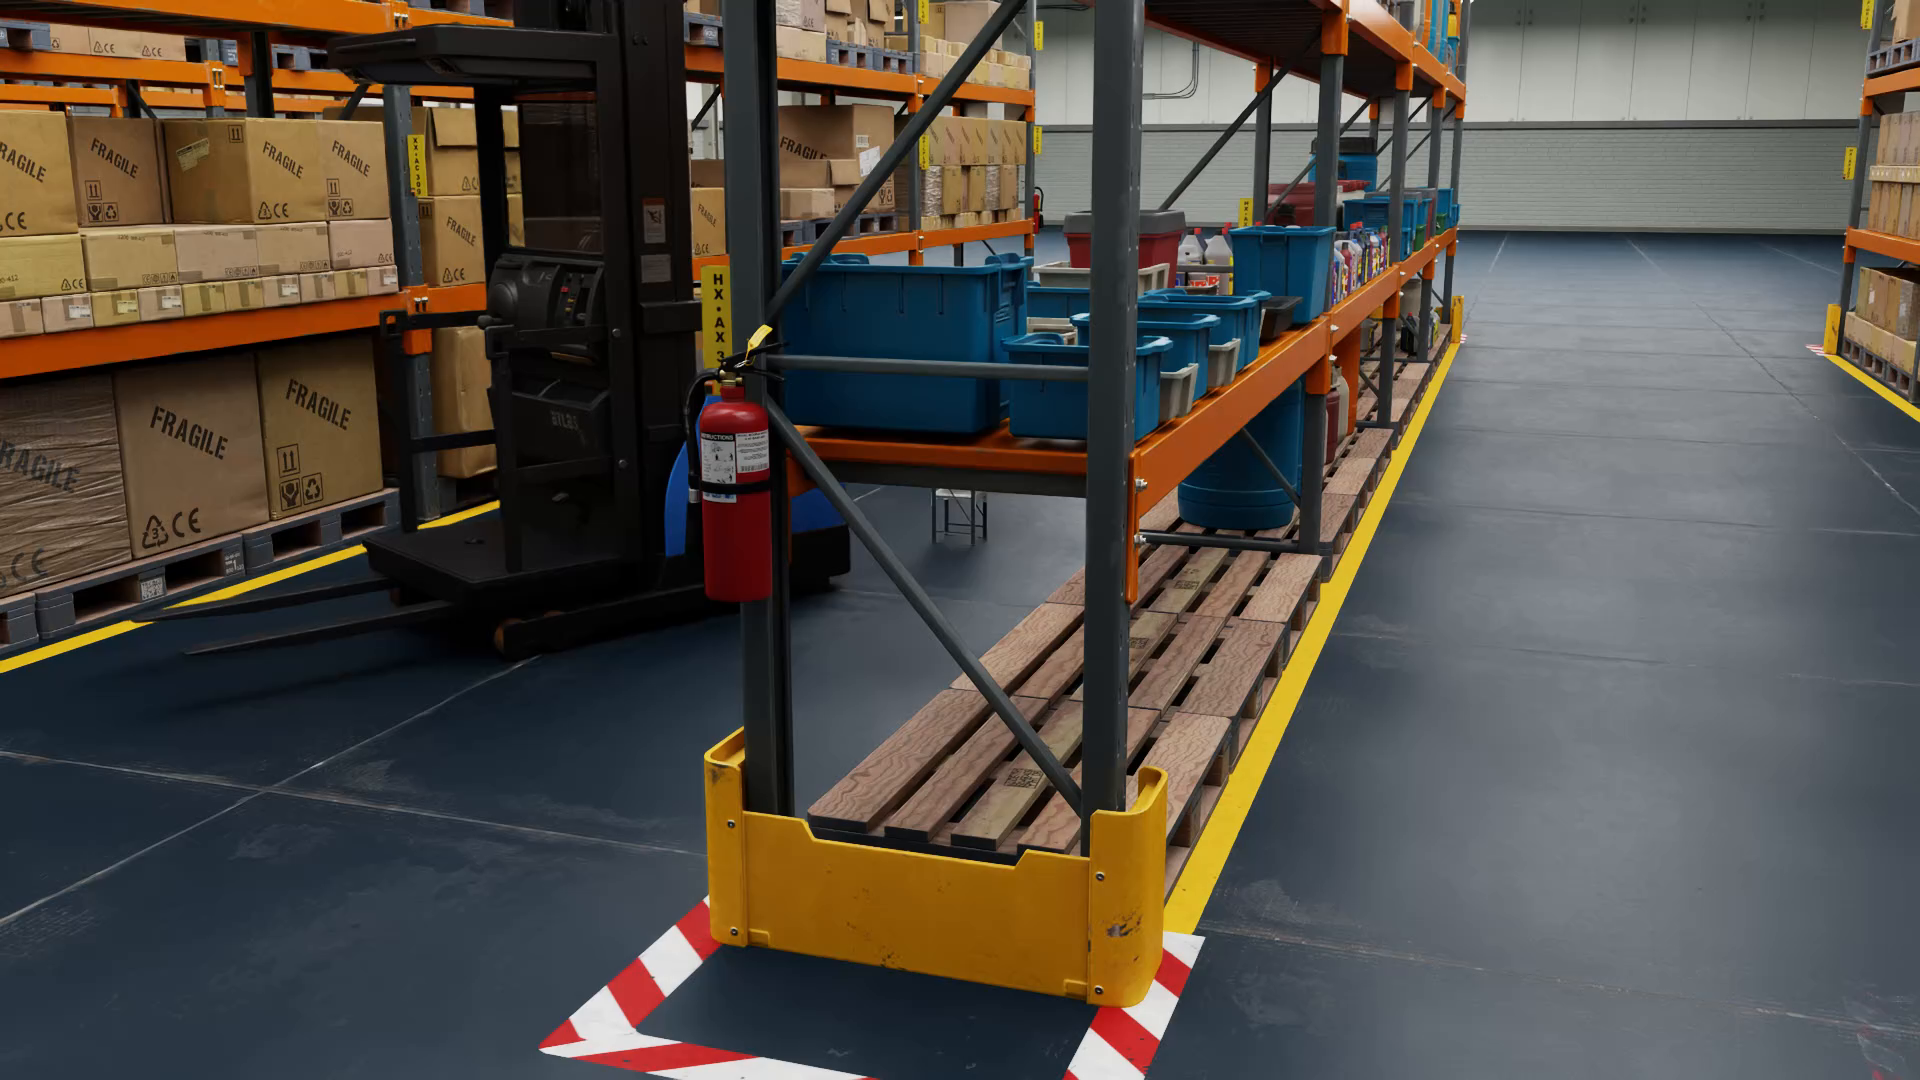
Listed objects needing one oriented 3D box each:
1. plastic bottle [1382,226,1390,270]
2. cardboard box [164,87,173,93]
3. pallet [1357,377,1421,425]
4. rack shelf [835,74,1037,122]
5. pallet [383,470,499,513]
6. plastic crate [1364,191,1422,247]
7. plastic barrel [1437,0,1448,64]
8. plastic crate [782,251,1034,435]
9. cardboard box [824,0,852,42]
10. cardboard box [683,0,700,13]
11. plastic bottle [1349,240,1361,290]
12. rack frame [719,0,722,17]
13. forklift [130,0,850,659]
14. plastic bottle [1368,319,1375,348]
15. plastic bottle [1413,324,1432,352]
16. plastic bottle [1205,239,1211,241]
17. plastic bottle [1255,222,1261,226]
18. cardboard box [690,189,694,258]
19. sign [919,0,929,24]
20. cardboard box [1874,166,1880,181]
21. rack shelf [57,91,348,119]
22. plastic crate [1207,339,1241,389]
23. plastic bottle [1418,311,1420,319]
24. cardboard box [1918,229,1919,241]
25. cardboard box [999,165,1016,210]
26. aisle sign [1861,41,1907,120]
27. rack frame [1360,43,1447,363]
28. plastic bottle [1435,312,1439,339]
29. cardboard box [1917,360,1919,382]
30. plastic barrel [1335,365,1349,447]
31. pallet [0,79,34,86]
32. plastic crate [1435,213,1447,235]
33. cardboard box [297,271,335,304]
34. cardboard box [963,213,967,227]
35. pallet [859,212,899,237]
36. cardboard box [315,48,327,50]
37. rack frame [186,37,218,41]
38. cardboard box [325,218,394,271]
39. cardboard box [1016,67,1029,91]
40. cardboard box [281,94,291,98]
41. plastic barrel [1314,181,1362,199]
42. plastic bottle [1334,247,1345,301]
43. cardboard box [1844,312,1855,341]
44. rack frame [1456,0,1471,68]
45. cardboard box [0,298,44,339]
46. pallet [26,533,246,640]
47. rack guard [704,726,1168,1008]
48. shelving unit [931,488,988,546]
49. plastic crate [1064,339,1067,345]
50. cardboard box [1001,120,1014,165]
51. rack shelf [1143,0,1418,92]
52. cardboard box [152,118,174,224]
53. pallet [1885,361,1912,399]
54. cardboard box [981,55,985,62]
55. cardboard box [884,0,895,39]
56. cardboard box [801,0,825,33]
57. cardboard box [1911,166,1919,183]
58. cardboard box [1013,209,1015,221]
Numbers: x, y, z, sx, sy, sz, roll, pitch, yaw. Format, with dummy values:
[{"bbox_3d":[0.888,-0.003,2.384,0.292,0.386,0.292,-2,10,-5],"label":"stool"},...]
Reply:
[{"bbox_3d":[2.786,-1.921,10.926,0.061,0.283,0.133,4,14,18],"label":"plastic bottle"},{"bbox_3d":[-9.810,-5.505,20.191,0.380,0.149,0.250,4,14,18],"label":"cardboard box"},{"bbox_3d":[3.197,-1.151,13.556,1.003,0.211,1.213,4,14,18],"label":"pallet"},{"bbox_3d":[-0.232,-4.826,18.265,1.077,0.370,4.000,4,14,18],"label":"rack shelf"},{"bbox_3d":[-3.289,-0.417,10.340,1.003,0.211,1.213,4,14,18],"label":"pallet"},{"bbox_3d":[3.326,-2.443,12.808,0.402,0.464,0.583,4,14,18],"label":"plastic crate"},{"bbox_3d":[3.848,-4.520,14.184,0.600,0.901,0.708,4,14,18],"label":"plastic barrel"},{"bbox_3d":[-0.144,-0.540,4.399,0.616,0.435,0.499,4,14,18],"label":"plastic crate"},{"bbox_3d":[-1.429,-4.720,15.010,0.797,0.503,0.637,5,14,21],"label":"cardboard box"},{"bbox_3d":[-2.302,-4.034,12.006,0.797,0.503,0.637,5,14,22],"label":"cardboard box"},{"bbox_3d":[2.167,-1.525,9.219,0.097,0.271,0.097,0,13,0],"label":"plastic bottle"},{"bbox_3d":[-2.173,-5.375,12.316,1.000,3.000,0.127,4,14,18],"label":"rack frame"},{"bbox_3d":[-1.959,-1.070,7.090,3.031,2.935,1.130,-11,17,-41],"label":"forklift"},{"bbox_3d":[3.954,-2.014,16.204,0.152,0.276,0.135,4,14,18],"label":"plastic bottle"},{"bbox_3d":[4.404,-1.928,15.828,0.152,0.276,0.135,5,14,20],"label":"plastic bottle"},{"bbox_3d":[1.366,-1.509,9.137,0.152,0.276,0.135,4,14,18],"label":"plastic bottle"},{"bbox_3d":[1.751,-1.694,9.780,0.144,0.351,0.185,4,14,18],"label":"plastic bottle"},{"bbox_3d":[-2.265,-2.273,11.981,0.500,0.500,0.500,4,14,18],"label":"cardboard box"},{"bbox_3d":[-0.353,-5.160,16.067,0.100,0.325,0.005,4,14,18],"label":"sign"},{"bbox_3d":[9.374,-3.663,16.613,0.380,0.149,0.250,4,13,17],"label":"cardboard box"},{"bbox_3d":[-9.609,-5.539,21.391,1.077,0.370,4.000,4,14,18],"label":"rack shelf"},{"bbox_3d":[0.718,-0.543,5.083,0.250,0.136,0.298,4,14,18],"label":"plastic crate"},{"bbox_3d":[4.714,-2.207,17.031,0.061,0.283,0.133,4,14,18],"label":"plastic bottle"},{"bbox_3d":[8.795,-2.833,14.434,0.700,0.500,0.500,4,14,18],"label":"cardboard box"},{"bbox_3d":[0.163,-4.101,19.322,0.875,0.500,0.500,4,14,18],"label":"cardboard box"},{"bbox_3d":[9.519,-4.724,17.103,0.394,0.787,0.004,4,14,18],"label":"aisle sign"},{"bbox_3d":[3.808,-2.936,15.111,1.000,3.000,0.127,4,14,18],"label":"rack frame"},{"bbox_3d":[4.815,-2.196,16.999,0.152,0.276,0.135,4,14,19],"label":"plastic bottle"},{"bbox_3d":[8.128,-1.376,13.511,0.500,0.250,0.500,4,13,17],"label":"cardboard box"},{"bbox_3d":[2.273,-0.856,10.646,0.421,0.512,0.421,0,13,0],"label":"plastic barrel"},{"bbox_3d":[-10.889,-5.036,17.993,1.213,0.211,1.003,4,14,18],"label":"pallet"},{"bbox_3d":[4.514,-3.098,16.298,0.450,0.188,0.662,4,14,18],"label":"plastic crate"},{"bbox_3d":[-3.422,-1.290,8.463,0.380,0.149,0.250,4,13,17],"label":"cardboard box"},{"bbox_3d":[-0.144,-3.459,17.966,0.380,0.149,0.250,4,14,18],"label":"cardboard box"},{"bbox_3d":[-1.264,-3.049,16.036,1.003,0.211,1.213,4,14,18],"label":"pallet"},{"bbox_3d":[-6.345,-4.943,16.295,0.396,0.266,0.258,4,14,18],"label":"cardboard box"},{"bbox_3d":[-6.834,-5.754,13.974,1.000,3.000,0.127,4,14,18],"label":"rack frame"},{"bbox_3d":[-3.362,-1.568,8.787,0.500,0.250,0.500,4,13,17],"label":"cardboard box"},{"bbox_3d":[0.500,-5.404,19.522,0.500,0.250,0.500,5,14,20],"label":"cardboard box"},{"bbox_3d":[-9.125,-5.936,22.079,0.380,0.149,0.250,4,14,19],"label":"cardboard box"},{"bbox_3d":[3.053,-2.662,13.606,0.433,0.535,0.433,0,13,0],"label":"plastic barrel"},{"bbox_3d":[1.911,-1.359,8.488,0.097,0.271,0.097,0,13,0],"label":"plastic bottle"},{"bbox_3d":[9.403,-2.188,17.070,0.500,0.250,0.500,4,14,18],"label":"cardboard box"},{"bbox_3d":[5.102,-6.703,18.134,1.000,3.000,0.127,4,14,18],"label":"rack frame"},{"bbox_3d":[-4.004,-0.911,6.804,0.380,0.149,0.250,4,13,17],"label":"cardboard box"},{"bbox_3d":[-4.181,0.163,7.798,1.003,0.211,1.213,4,14,18],"label":"pallet"},{"bbox_3d":[-0.071,0.815,4.293,1.175,0.500,0.348,4,14,18],"label":"rack guard"},{"bbox_3d":[-0.003,-0.437,8.880,0.258,0.900,0.210,4,14,18],"label":"shelving unit"},{"bbox_3d":[0.125,-0.555,5.136,0.396,0.136,0.243,4,14,18],"label":"plastic crate"},{"bbox_3d":[0.315,-4.577,19.160,0.500,0.500,0.500,4,14,18],"label":"cardboard box"},{"bbox_3d":[1.866,-2.785,9.323,1.077,0.370,4.000,4,14,18],"label":"rack shelf"},{"bbox_3d":[-4.031,-1.860,8.381,0.500,0.500,0.500,4,14,18],"label":"cardboard box"},{"bbox_3d":[8.790,-1.384,14.576,1.003,0.211,1.213,4,14,18],"label":"pallet"},{"bbox_3d":[0.060,-5.310,18.211,0.380,0.149,0.250,4,13,16],"label":"cardboard box"},{"bbox_3d":[-0.975,-5.306,16.736,0.500,0.500,0.500,4,13,17],"label":"cardboard box"},{"bbox_3d":[-1.454,-4.499,13.868,0.500,0.500,0.500,4,13,17],"label":"cardboard box"},{"bbox_3d":[8.791,-3.284,14.951,0.380,0.149,0.250,5,14,20],"label":"cardboard box"},{"bbox_3d":[0.437,-3.885,19.833,0.380,0.149,0.250,4,14,18],"label":"cardboard box"}]
